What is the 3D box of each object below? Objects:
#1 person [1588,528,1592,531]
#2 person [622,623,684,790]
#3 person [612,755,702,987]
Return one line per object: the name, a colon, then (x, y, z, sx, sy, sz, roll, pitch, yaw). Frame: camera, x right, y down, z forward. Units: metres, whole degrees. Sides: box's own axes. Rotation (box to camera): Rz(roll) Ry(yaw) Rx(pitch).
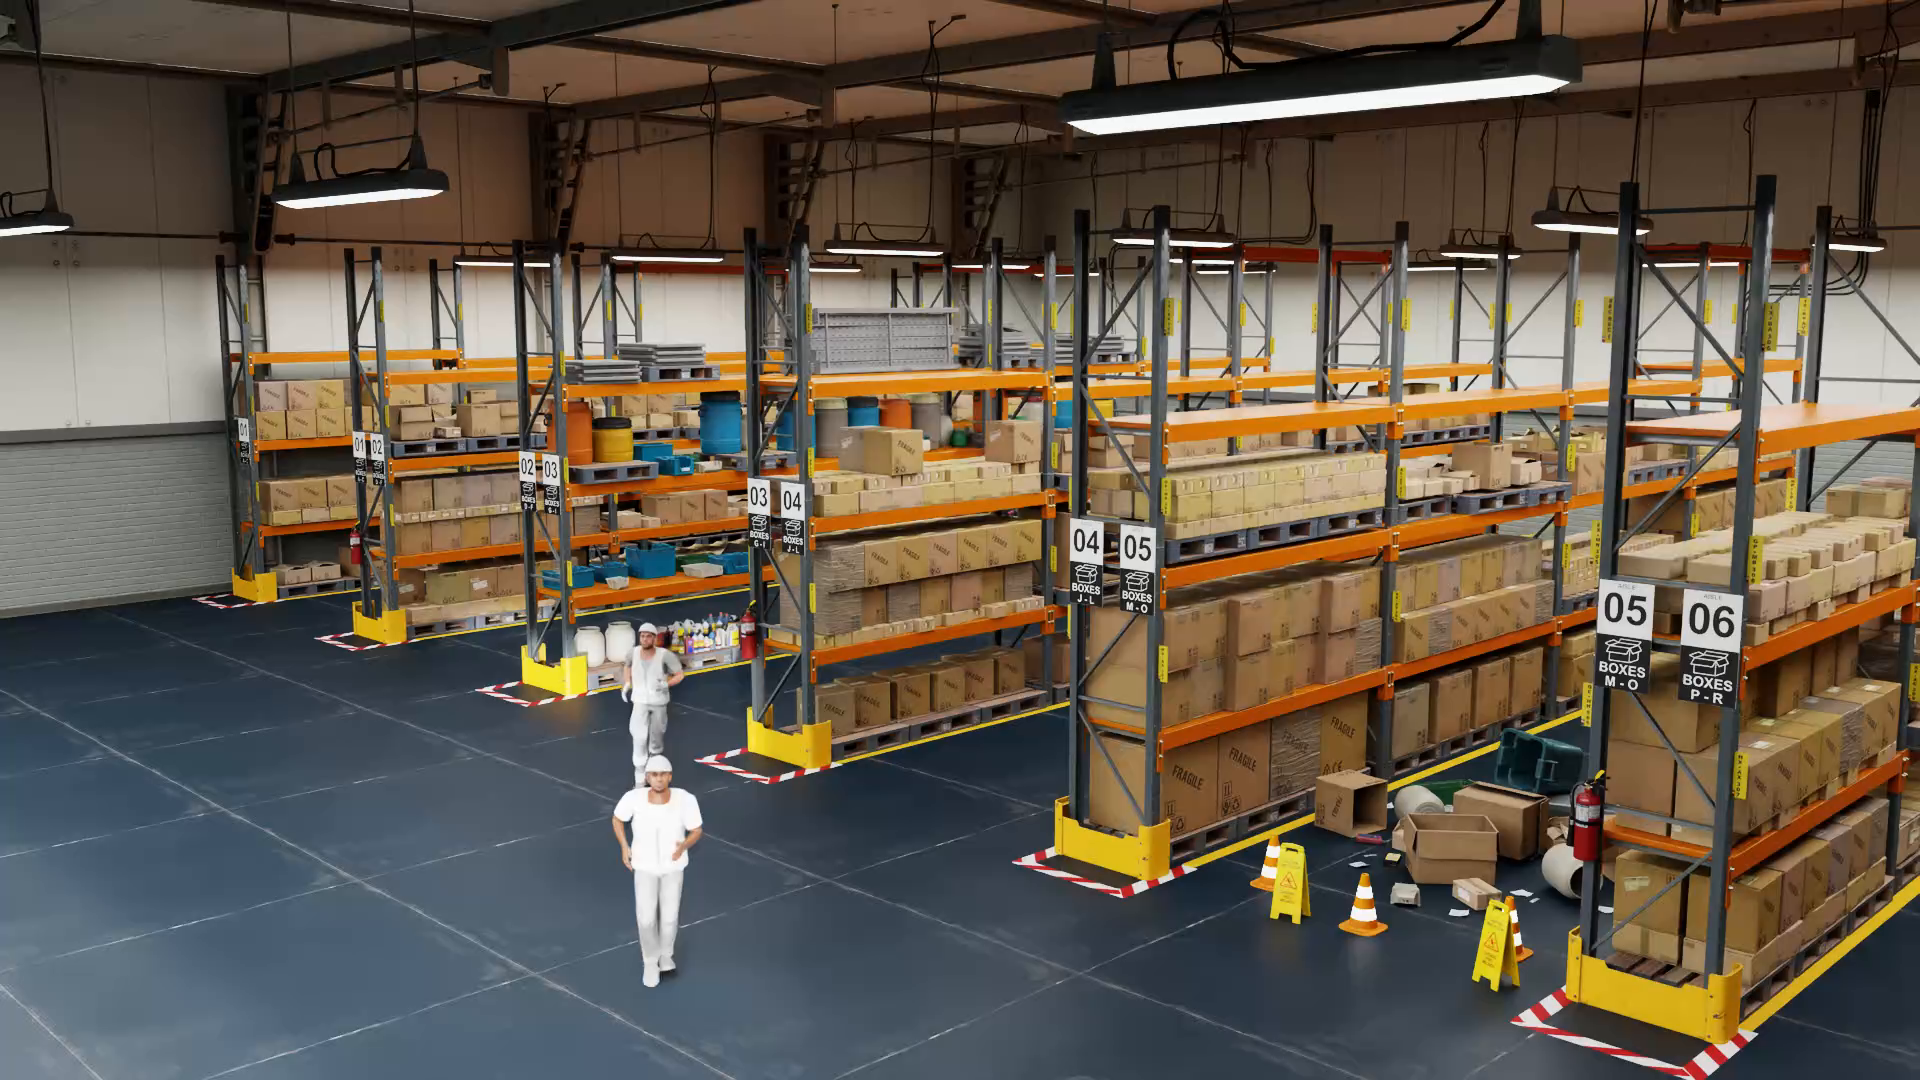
person: (9.992, 0.624, 26.370, 0.611, 1.658, 0.548, 7, 11, 40)
person: (-3.266, 1.774, 17.733, 0.669, 1.839, 0.797, 0, 8, -1)
person: (-2.298, 2.533, 12.693, 0.678, 1.811, 0.633, -2, 8, -11)
